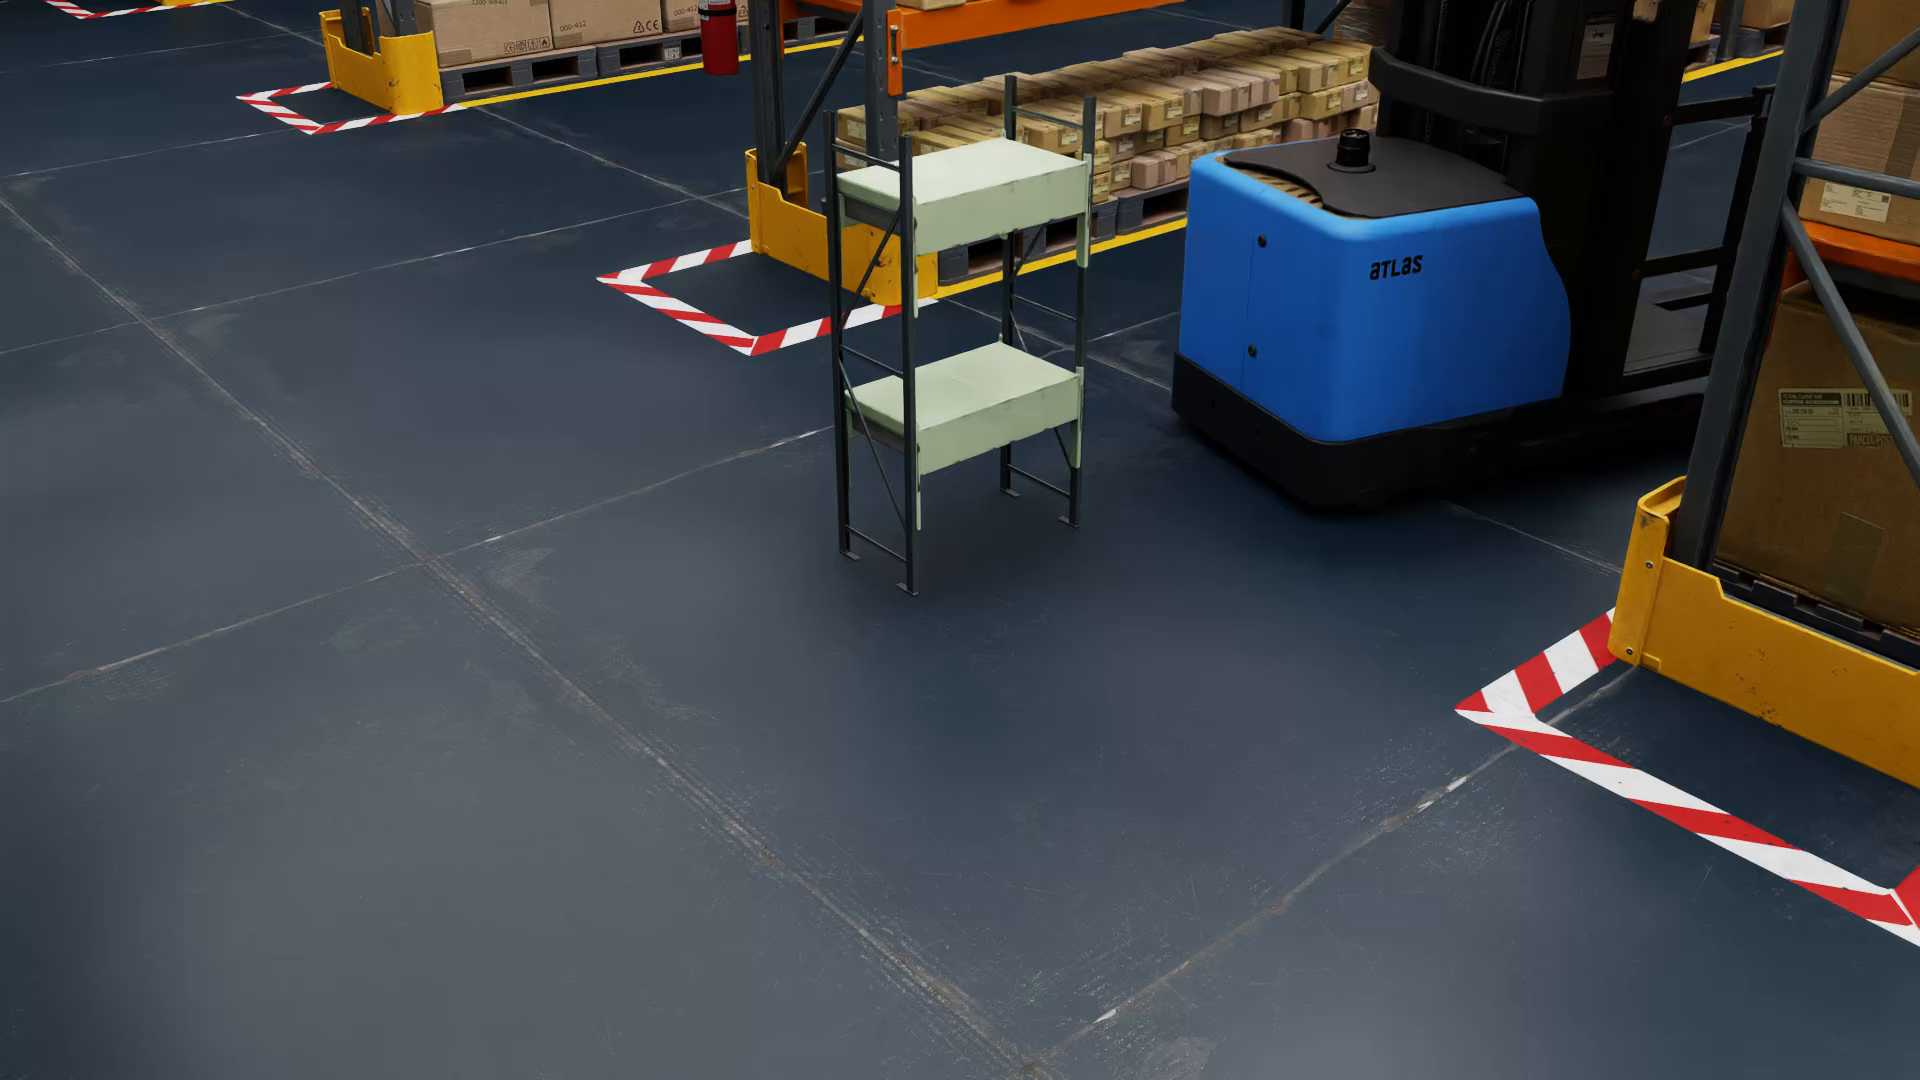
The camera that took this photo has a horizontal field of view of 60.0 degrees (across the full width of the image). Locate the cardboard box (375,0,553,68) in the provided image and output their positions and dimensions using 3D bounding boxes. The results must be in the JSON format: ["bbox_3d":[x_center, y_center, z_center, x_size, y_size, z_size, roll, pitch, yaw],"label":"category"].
[{"bbox_3d":[-3.501,-3.682,11.731,0.875,0.438,0.875,-23,36,-37],"label":"cardboard box"}]

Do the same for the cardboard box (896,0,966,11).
[{"bbox_3d":[-0.189,-2.516,7.542,0.250,0.149,0.380,-22,35,-35],"label":"cardboard box"}]

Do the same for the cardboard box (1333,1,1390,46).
[{"bbox_3d":[2.794,-3.268,10.890,0.500,0.500,0.500,-23,36,-36],"label":"cardboard box"}]

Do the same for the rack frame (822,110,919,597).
[{"bbox_3d":[-0.273,-0.552,5.191,0.023,1.500,0.400,-22,35,-35],"label":"rack frame"}]

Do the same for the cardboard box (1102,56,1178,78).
[{"bbox_3d":[1.006,-2.621,9.419,0.250,0.149,0.380,-24,36,-37],"label":"cardboard box"}]

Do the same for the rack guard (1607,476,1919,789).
[{"bbox_3d":[2.476,0.274,4.707,0.348,0.500,1.175,-22,35,-35],"label":"rack guard"}]

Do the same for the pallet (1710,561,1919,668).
[{"bbox_3d":[3.052,0.121,5.299,1.213,0.211,1.003,-22,35,-35],"label":"pallet"}]

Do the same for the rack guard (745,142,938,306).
[{"bbox_3d":[-0.590,-1.566,8.150,0.348,0.500,1.175,-22,35,-35],"label":"rack guard"}]

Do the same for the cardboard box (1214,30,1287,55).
[{"bbox_3d":[1.750,-2.965,10.064,0.250,0.149,0.380,-20,34,-33],"label":"cardboard box"}]

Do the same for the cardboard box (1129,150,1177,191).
[{"bbox_3d":[0.932,-2.003,8.894,0.250,0.149,0.380,-24,36,-37],"label":"cardboard box"}]

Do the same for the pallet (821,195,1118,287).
[{"bbox_3d":[0.051,-1.675,8.660,1.213,0.211,1.003,-22,35,-35],"label":"pallet"}]

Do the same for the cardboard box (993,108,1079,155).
[{"bbox_3d":[0.377,-2.033,8.319,0.250,0.149,0.380,-22,35,-35],"label":"cardboard box"}]

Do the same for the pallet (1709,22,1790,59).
[{"bbox_3d":[6.086,-4.077,13.155,1.213,0.211,1.003,-22,35,-35],"label":"pallet"}]

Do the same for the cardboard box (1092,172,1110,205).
[{"bbox_3d":[0.554,-1.845,8.600,0.250,0.149,0.380,-21,35,-34],"label":"cardboard box"}]

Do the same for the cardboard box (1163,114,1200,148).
[{"bbox_3d":[1.088,-2.274,9.087,0.250,0.149,0.380,-20,34,-33],"label":"cardboard box"}]

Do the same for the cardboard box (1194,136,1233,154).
[{"bbox_3d":[1.288,-2.182,9.230,0.250,0.149,0.380,-21,35,-34],"label":"cardboard box"}]

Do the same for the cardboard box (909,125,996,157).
[{"bbox_3d":[-0.029,-1.874,8.022,0.250,0.149,0.380,-24,36,-37],"label":"cardboard box"}]

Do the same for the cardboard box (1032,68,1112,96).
[{"bbox_3d":[0.612,-2.469,9.135,0.250,0.149,0.380,-23,36,-36],"label":"cardboard box"}]

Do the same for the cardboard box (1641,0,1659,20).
[{"bbox_3d":[4.709,-3.723,11.740,0.500,0.500,0.500,-20,34,-33],"label":"cardboard box"}]

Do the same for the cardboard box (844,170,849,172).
[{"bbox_3d":[-0.383,-1.809,8.532,0.250,0.149,0.380,-21,35,-34],"label":"cardboard box"}]

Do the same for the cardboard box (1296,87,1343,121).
[{"bbox_3d":[1.971,-2.542,9.588,0.250,0.149,0.380,-23,36,-37],"label":"cardboard box"}]

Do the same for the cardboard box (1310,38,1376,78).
[{"bbox_3d":[2.293,-2.857,9.862,0.250,0.149,0.380,-21,34,-34],"label":"cardboard box"}]

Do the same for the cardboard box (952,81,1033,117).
[{"bbox_3d":[0.171,-2.326,8.868,0.250,0.149,0.380,-24,36,-37],"label":"cardboard box"}]

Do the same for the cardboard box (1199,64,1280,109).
[{"bbox_3d":[1.546,-2.519,9.228,0.250,0.149,0.380,-24,36,-37],"label":"cardboard box"}]

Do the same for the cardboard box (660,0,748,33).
[{"bbox_3d":[-2.123,-4.240,12.775,0.875,0.438,0.875,-23,36,-36],"label":"cardboard box"}]

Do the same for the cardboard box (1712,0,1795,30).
[{"bbox_3d":[5.959,-4.440,12.816,0.750,0.750,1.050,-22,35,-36],"label":"cardboard box"}]

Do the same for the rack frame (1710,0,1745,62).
[{"bbox_3d":[5.438,-5.093,12.097,0.127,3.000,1.000,-22,35,-35],"label":"rack frame"}]

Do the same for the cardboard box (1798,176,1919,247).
[{"bbox_3d":[2.551,-0.952,4.616,0.250,0.149,0.380,-21,35,-34],"label":"cardboard box"}]

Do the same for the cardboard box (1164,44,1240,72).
[{"bbox_3d":[1.406,-2.782,9.721,0.250,0.149,0.380,-23,36,-36],"label":"cardboard box"}]

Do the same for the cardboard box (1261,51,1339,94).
[{"bbox_3d":[1.940,-2.686,9.542,0.250,0.149,0.380,-22,35,-35],"label":"cardboard box"}]

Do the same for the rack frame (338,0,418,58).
[{"bbox_3d":[-3.938,-4.389,10.781,0.127,3.000,1.000,-22,35,-35],"label":"rack frame"}]

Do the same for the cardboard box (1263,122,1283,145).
[{"bbox_3d":[1.627,-2.364,9.571,0.250,0.149,0.380,-23,36,-36],"label":"cardboard box"}]

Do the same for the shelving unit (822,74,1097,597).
[{"bbox_3d":[0.005,-0.664,5.400,0.755,1.500,0.431,-22,35,-35],"label":"shelving unit"}]

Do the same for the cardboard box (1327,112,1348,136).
[{"bbox_3d":[2.066,-2.505,9.834,0.250,0.149,0.380,-21,34,-34],"label":"cardboard box"}]

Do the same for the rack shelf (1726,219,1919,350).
[{"bbox_3d":[4.016,-1.131,5.446,4.000,0.370,1.077,-22,35,-35],"label":"rack shelf"}]

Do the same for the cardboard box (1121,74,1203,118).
[{"bbox_3d":[1.088,-2.395,8.997,0.250,0.149,0.380,-22,35,-35],"label":"cardboard box"}]

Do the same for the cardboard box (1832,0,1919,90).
[{"bbox_3d":[2.694,-1.475,4.375,0.500,0.500,0.500,-21,35,-34],"label":"cardboard box"}]

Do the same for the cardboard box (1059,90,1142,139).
[{"bbox_3d":[0.729,-2.220,8.669,0.250,0.149,0.380,-20,34,-33],"label":"cardboard box"}]

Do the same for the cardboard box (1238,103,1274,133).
[{"bbox_3d":[1.536,-2.416,9.351,0.250,0.149,0.380,-21,35,-34],"label":"cardboard box"}]

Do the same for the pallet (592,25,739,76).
[{"bbox_3d":[-2.453,-3.803,12.643,1.213,0.211,1.003,-22,35,-35],"label":"pallet"}]

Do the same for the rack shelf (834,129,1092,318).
[{"bbox_3d":[0.005,-1.008,5.216,0.720,0.370,0.431,-22,35,-35],"label":"rack shelf"}]

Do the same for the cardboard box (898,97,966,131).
[{"bbox_3d":[-0.182,-2.145,8.529,0.250,0.149,0.380,-21,35,-34],"label":"cardboard box"}]

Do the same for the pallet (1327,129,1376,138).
[{"bbox_3d":[1.907,-2.421,10.056,1.213,0.211,1.003,-22,35,-35],"label":"pallet"}]

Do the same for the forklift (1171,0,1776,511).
[{"bbox_3d":[2.397,-1.850,6.101,3.031,2.935,1.130,-12,30,-21],"label":"forklift"}]

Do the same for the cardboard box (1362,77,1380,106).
[{"bbox_3d":[2.361,-2.718,9.916,0.250,0.149,0.380,-21,35,-34],"label":"cardboard box"}]

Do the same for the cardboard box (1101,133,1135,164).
[{"bbox_3d":[0.696,-2.098,8.756,0.250,0.149,0.380,-24,36,-37],"label":"cardboard box"}]
